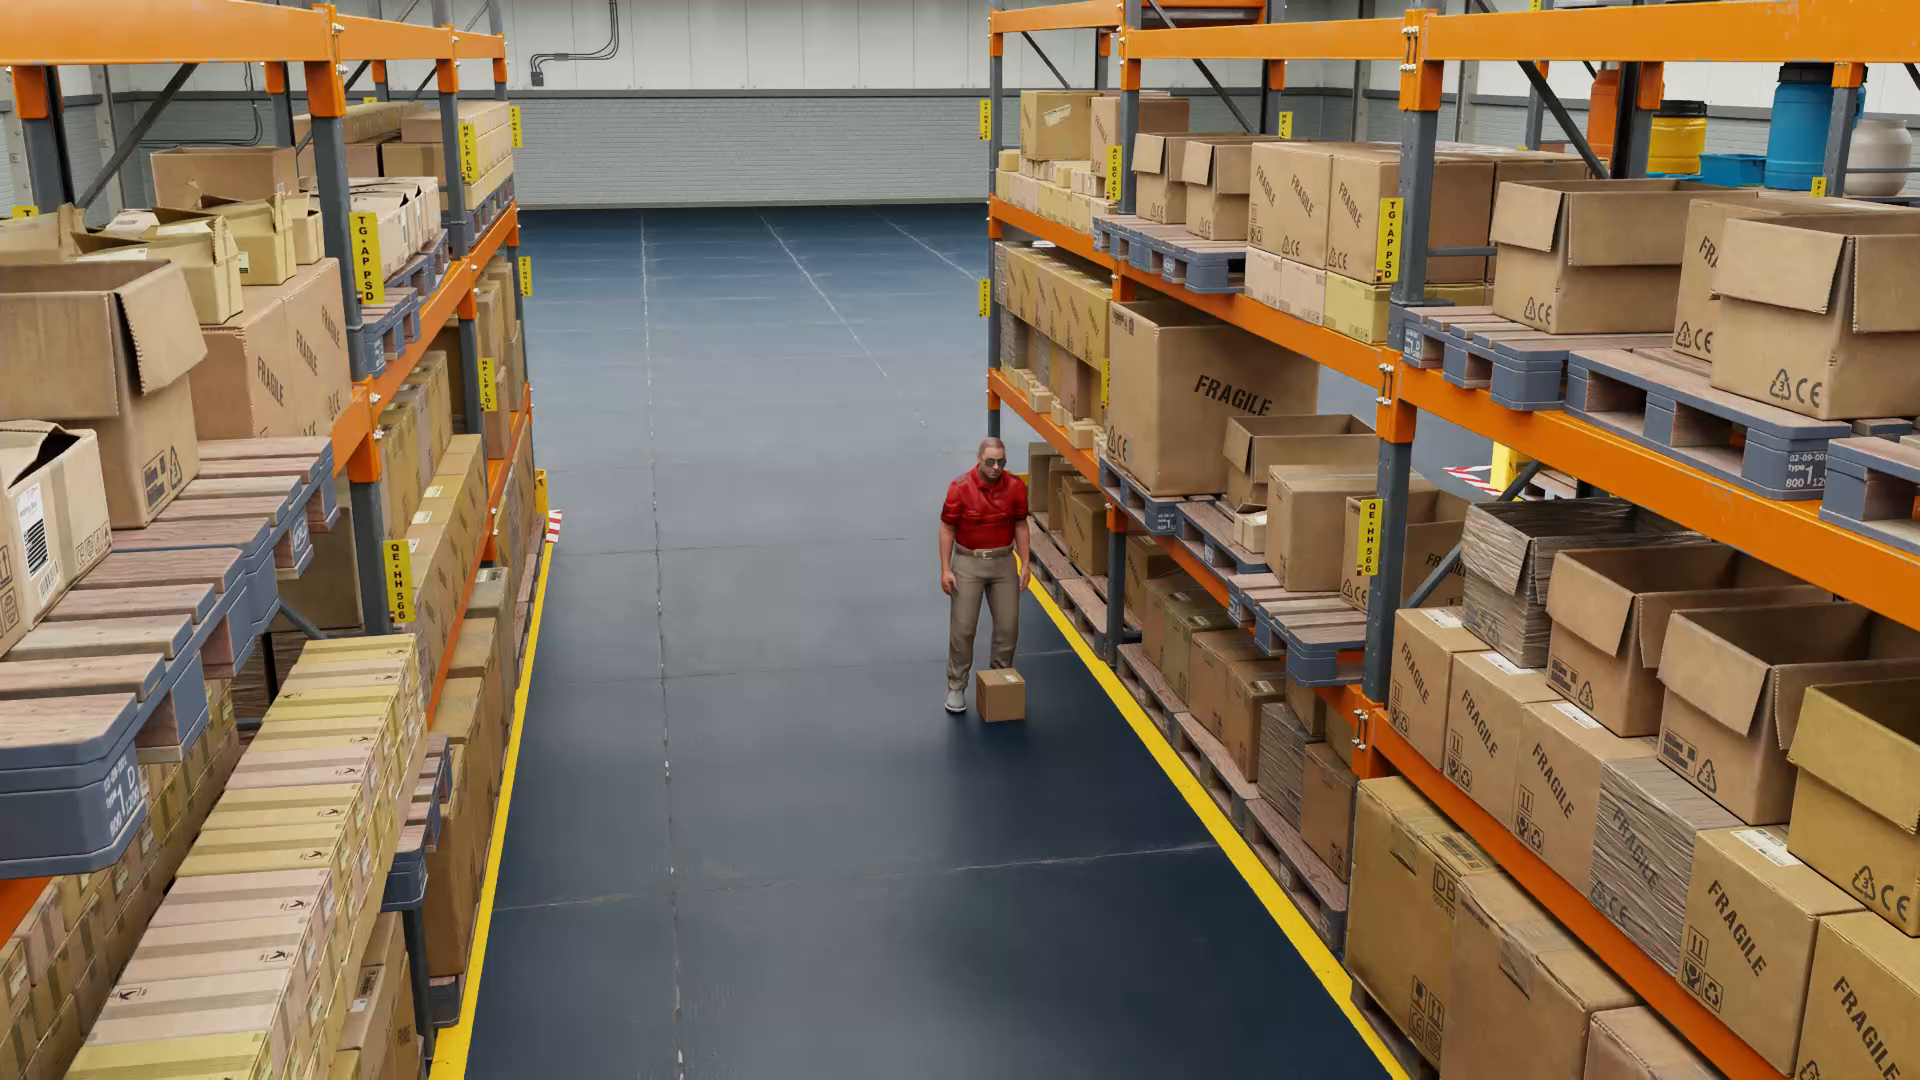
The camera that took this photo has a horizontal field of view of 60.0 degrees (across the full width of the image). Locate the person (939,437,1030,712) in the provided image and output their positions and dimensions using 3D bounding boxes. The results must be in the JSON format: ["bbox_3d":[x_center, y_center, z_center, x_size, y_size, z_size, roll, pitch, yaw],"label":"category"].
[{"bbox_3d":[0.162,0.193,10.396,0.586,1.726,0.400,-4,17,-13],"label":"person"}]
